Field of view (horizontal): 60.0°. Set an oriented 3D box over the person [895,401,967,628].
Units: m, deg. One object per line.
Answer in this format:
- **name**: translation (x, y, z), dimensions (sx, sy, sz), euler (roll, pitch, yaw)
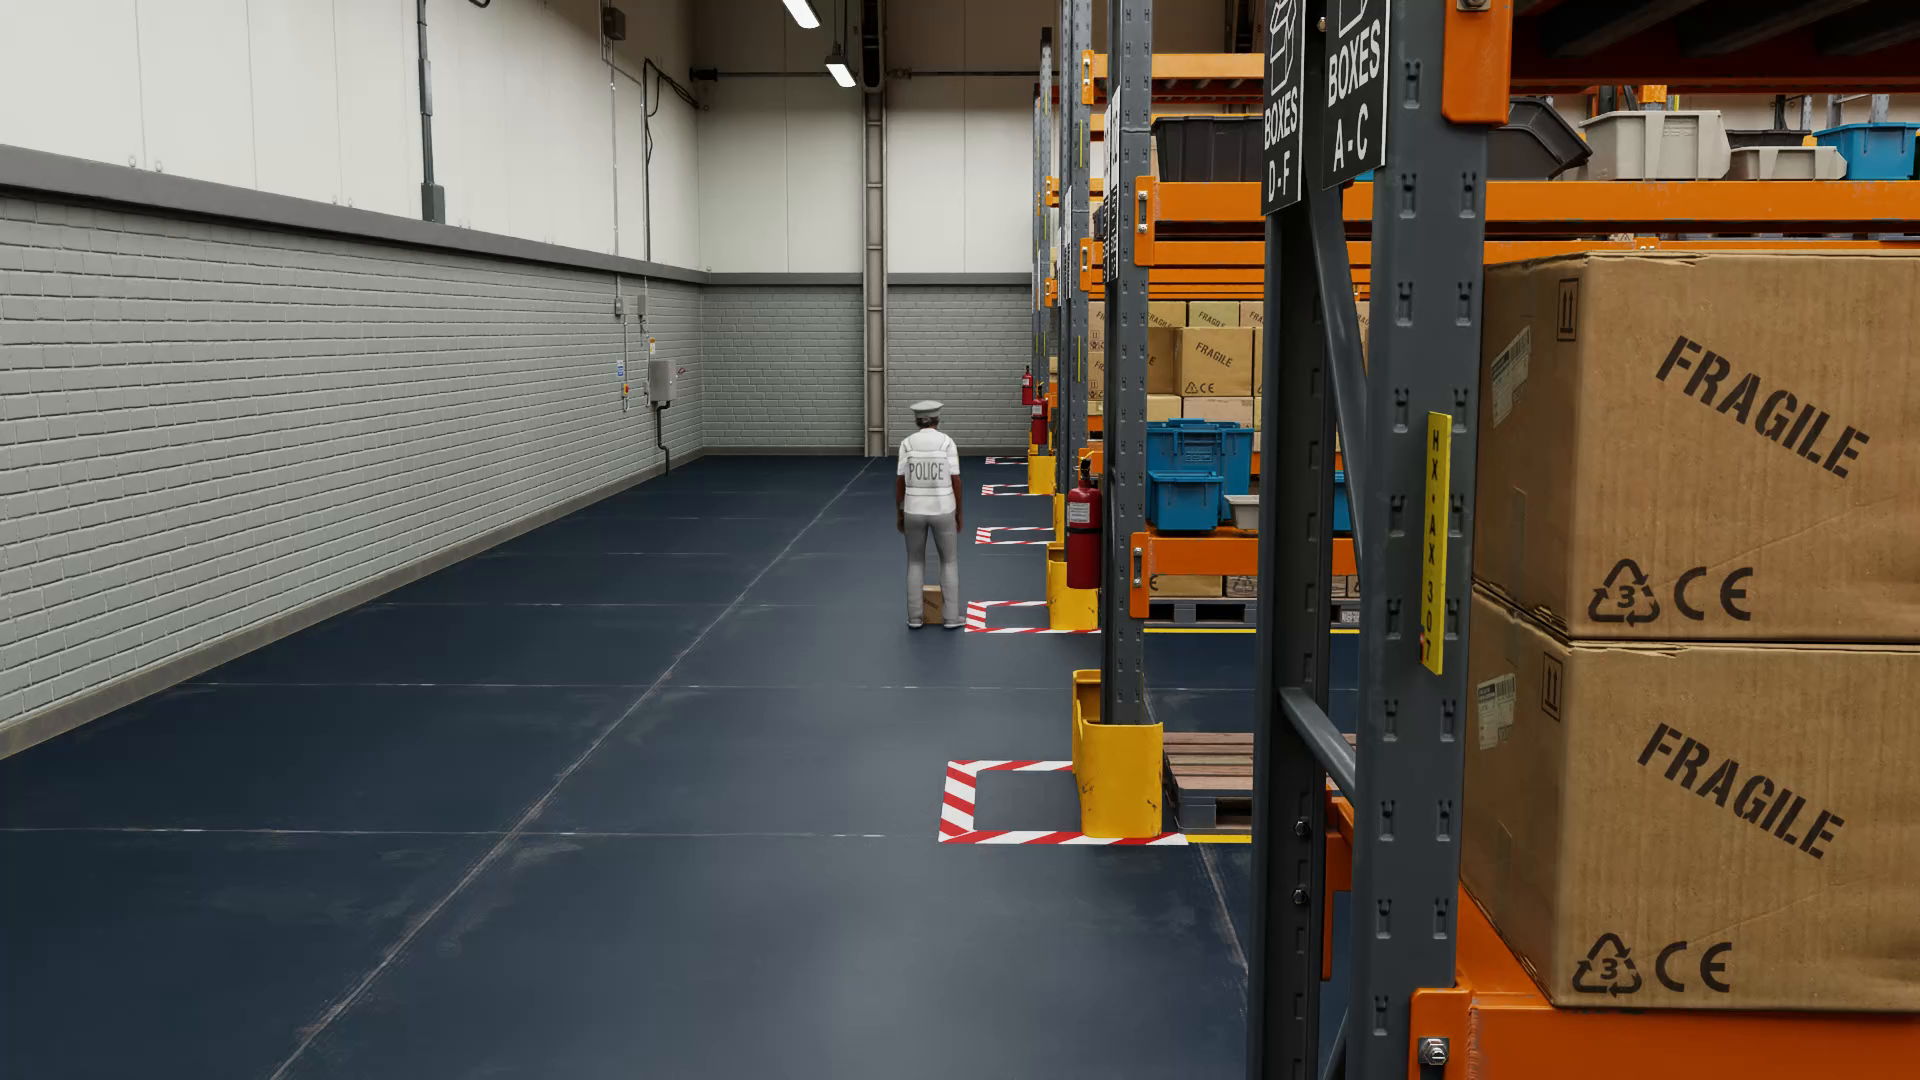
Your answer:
- **person**: translation (-0.213, -0.180, 12.189), dimensions (0.518, 1.656, 0.397), euler (1, 7, 6)
